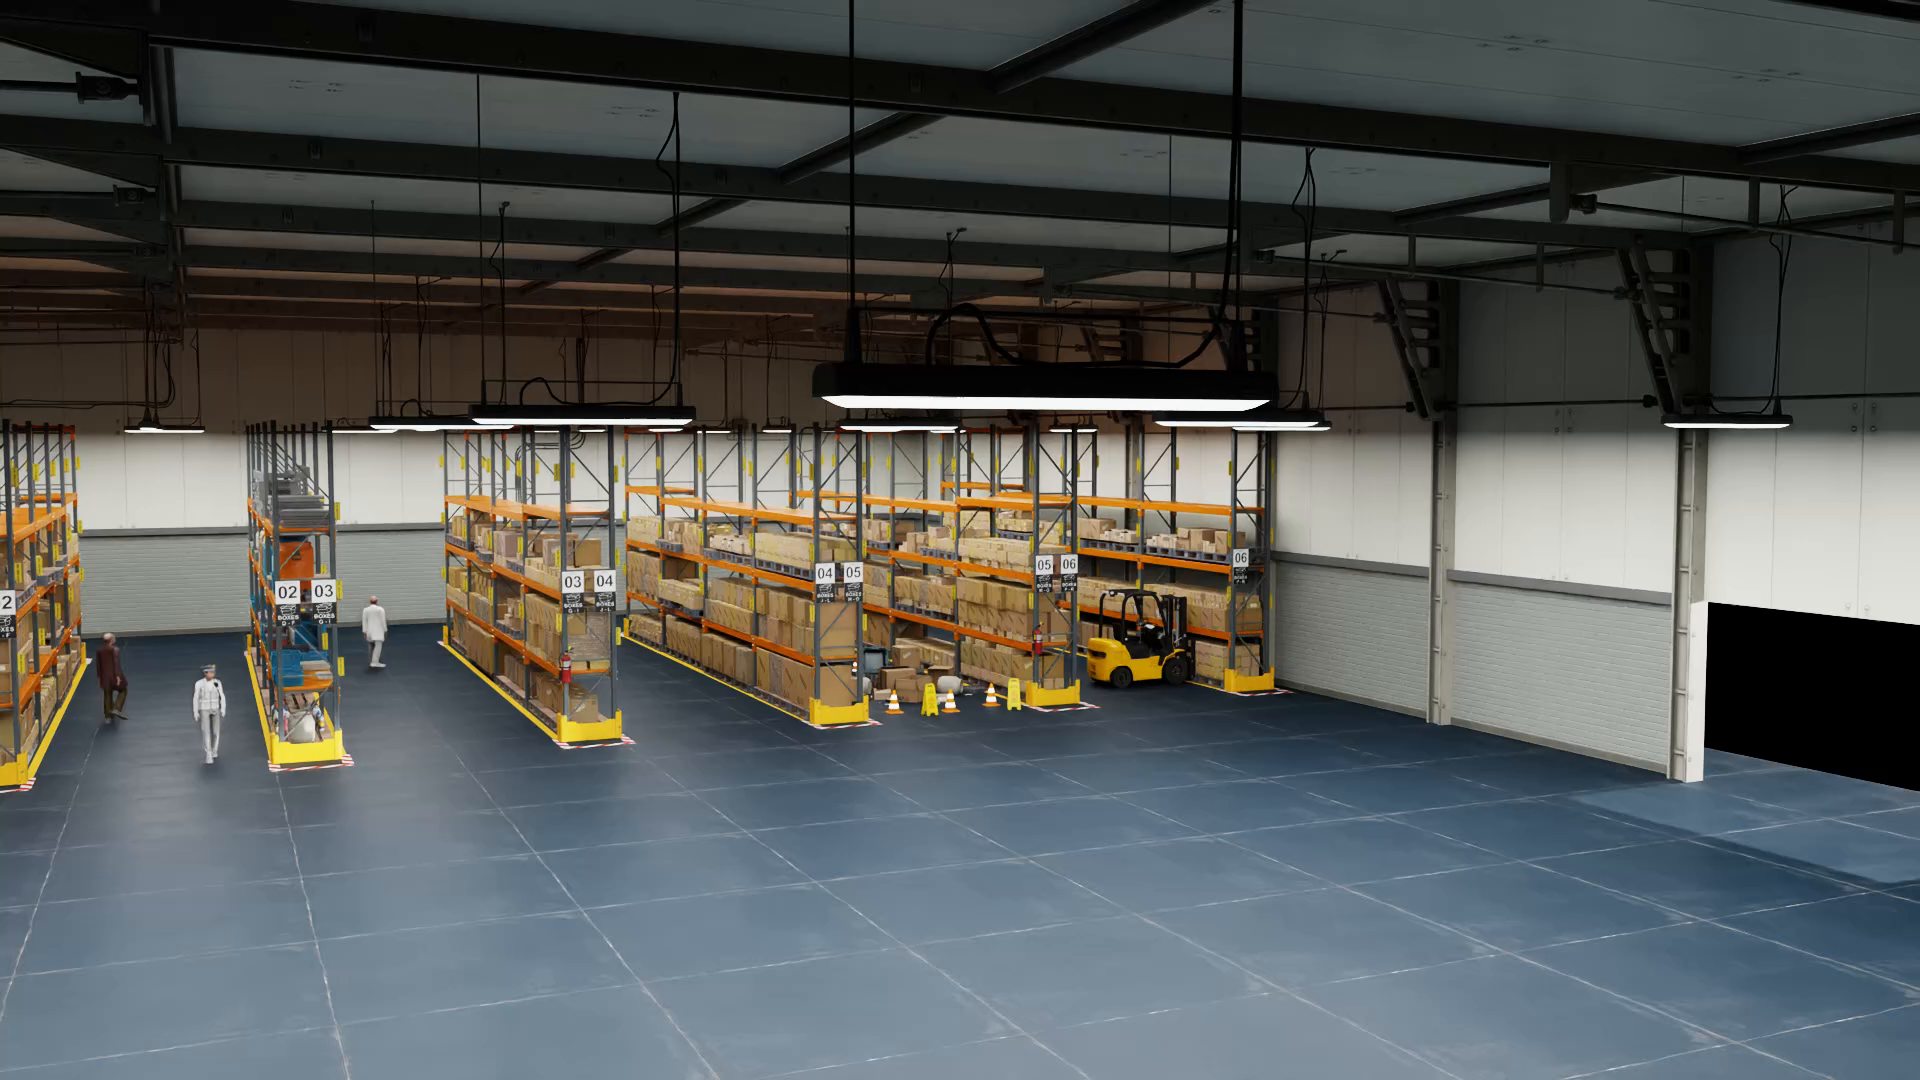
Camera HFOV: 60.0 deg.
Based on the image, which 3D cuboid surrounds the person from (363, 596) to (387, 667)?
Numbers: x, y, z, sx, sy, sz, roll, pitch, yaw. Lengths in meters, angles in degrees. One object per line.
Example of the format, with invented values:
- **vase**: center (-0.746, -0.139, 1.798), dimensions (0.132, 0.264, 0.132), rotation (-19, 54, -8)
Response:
- **person**: center (-14.461, 2.322, 41.112), dimensions (0.626, 1.660, 0.876), rotation (1, 4, 9)

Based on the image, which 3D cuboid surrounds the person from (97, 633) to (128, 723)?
- **person**: center (-16.974, 2.745, 33.230), dimensions (0.585, 1.763, 0.553), rotation (-1, 4, -8)

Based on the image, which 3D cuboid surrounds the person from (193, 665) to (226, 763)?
- **person**: center (-13.228, 3.059, 29.420), dimensions (0.507, 1.674, 0.688), rotation (-3, 5, -40)
